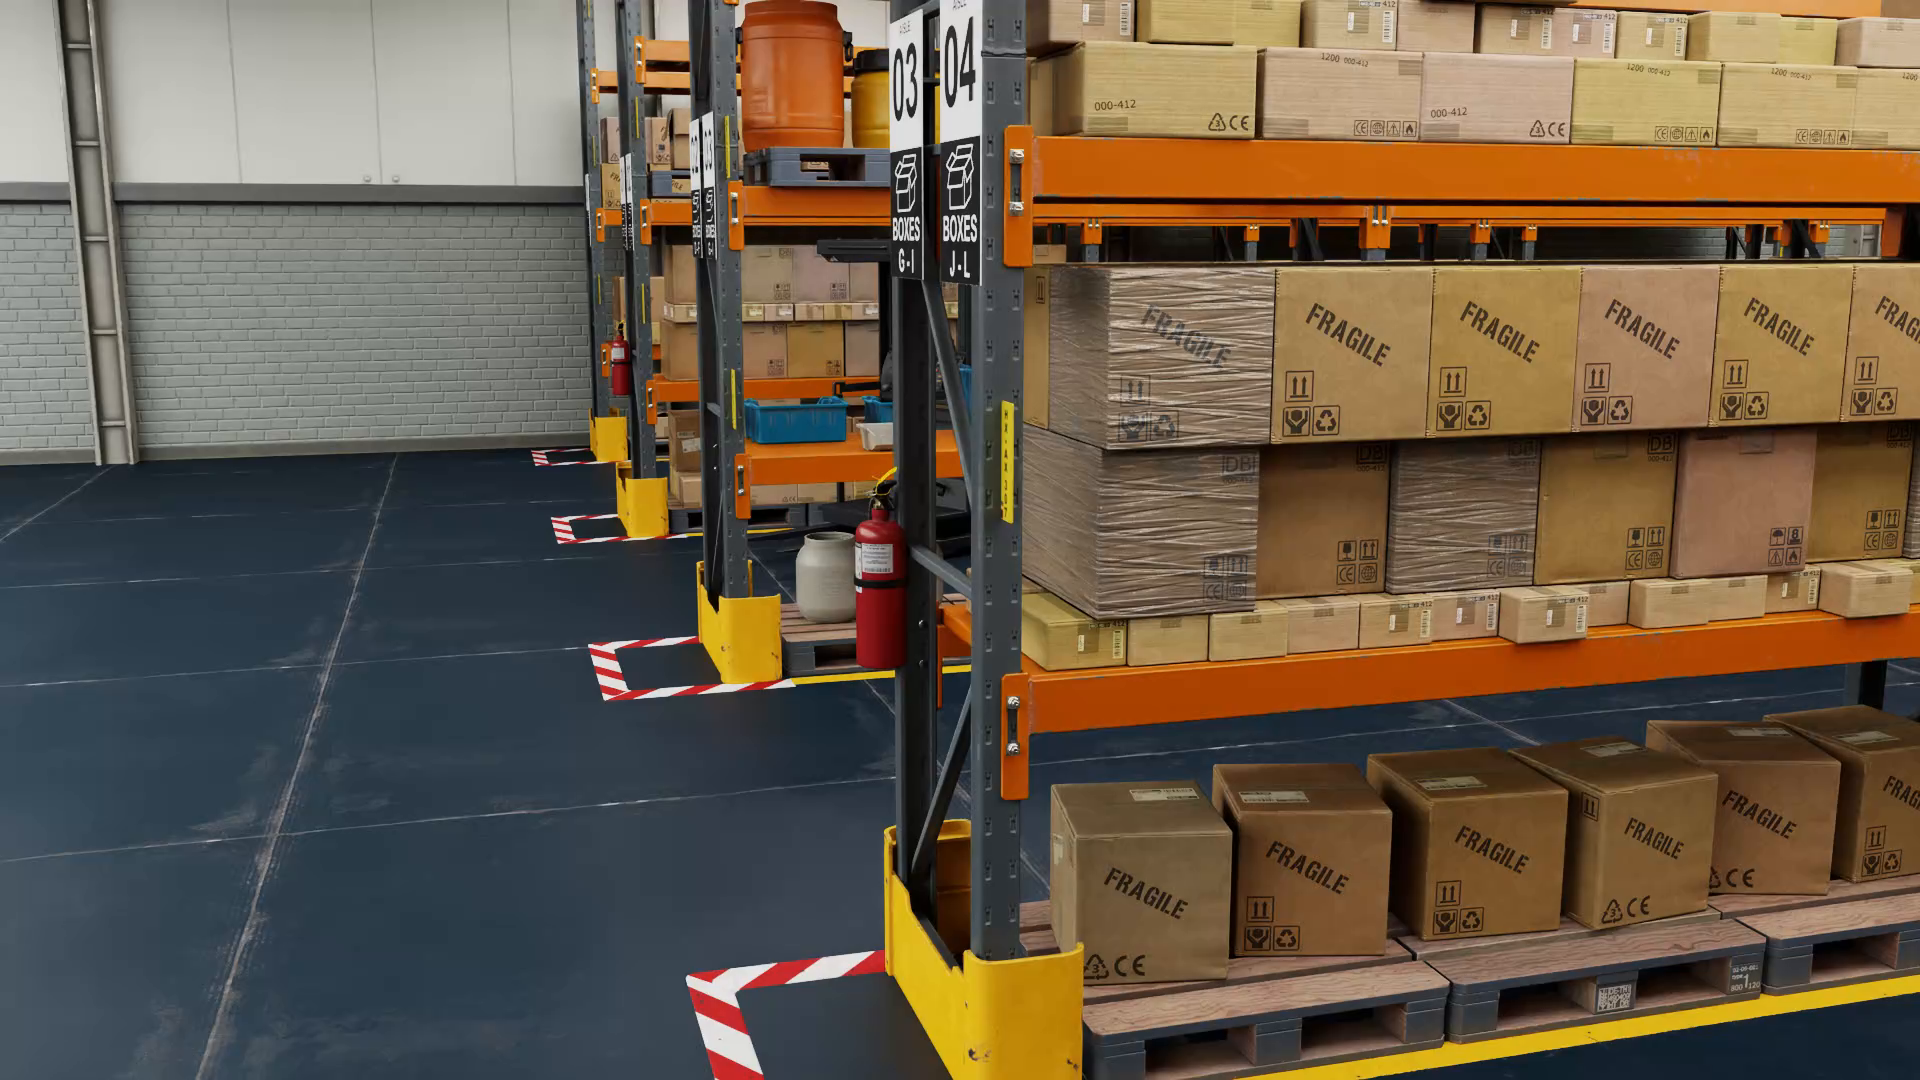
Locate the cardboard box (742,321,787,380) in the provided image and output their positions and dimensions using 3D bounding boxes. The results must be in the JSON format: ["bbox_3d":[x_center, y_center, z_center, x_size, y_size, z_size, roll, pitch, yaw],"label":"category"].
[{"bbox_3d":[-1.834,-1.701,14.728,0.500,0.500,0.700,-3,11,-14],"label":"cardboard box"}]

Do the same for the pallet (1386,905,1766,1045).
[{"bbox_3d":[2.008,1.390,5.911,1.213,0.211,1.003,-3,11,-16],"label":"pallet"}]

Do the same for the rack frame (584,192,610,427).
[{"bbox_3d":[-4.177,-2.464,19.148,0.127,3.000,1.000,-3,11,-16],"label":"rack frame"}]

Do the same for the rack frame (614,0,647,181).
[{"bbox_3d":[-2.789,-4.554,13.928,0.127,3.000,1.000,-3,11,-16],"label":"rack frame"}]

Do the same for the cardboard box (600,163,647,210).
[{"bbox_3d":[-3.786,-3.972,18.721,0.500,0.500,0.500,-3,11,-14],"label":"cardboard box"}]

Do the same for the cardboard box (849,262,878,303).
[{"bbox_3d":[-0.818,-2.393,14.903,0.500,0.500,0.700,-3,11,-16],"label":"cardboard box"}]

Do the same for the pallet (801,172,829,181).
[{"bbox_3d":[-0.929,-3.129,14.717,1.213,0.211,1.003,-3,11,-16],"label":"pallet"}]

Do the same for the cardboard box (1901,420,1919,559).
[{"bbox_3d":[3.368,-0.267,6.114,0.500,0.500,0.875,-3,11,-16],"label":"cardboard box"}]

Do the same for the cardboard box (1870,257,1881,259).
[{"bbox_3d":[9.759,-2.753,17.677,0.500,0.500,0.500,-3,11,-18],"label":"cardboard box"}]

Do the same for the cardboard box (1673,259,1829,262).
[{"bbox_3d":[2.834,-0.767,6.067,0.500,0.500,0.500,-3,11,-16],"label":"cardboard box"}]

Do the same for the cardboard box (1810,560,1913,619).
[{"bbox_3d":[2.984,0.147,5.656,0.250,0.149,0.380,-3,11,-16],"label":"cardboard box"}]

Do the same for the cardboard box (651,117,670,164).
[{"bbox_3d":[-3.244,-4.484,18.742,0.500,0.500,0.500,-3,11,-17],"label":"cardboard box"}]

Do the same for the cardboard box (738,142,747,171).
[{"bbox_3d":[-1.757,-3.384,14.728,0.500,0.250,0.500,-3,11,-16],"label":"cardboard box"}]

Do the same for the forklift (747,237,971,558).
[{"bbox_3d":[-0.456,-1.365,13.363,3.031,2.935,1.130,-10,14,-42],"label":"forklift"}]

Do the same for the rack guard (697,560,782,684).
[{"bbox_3d":[-1.348,0.475,10.085,0.348,0.500,1.175,-3,11,-16],"label":"rack guard"}]

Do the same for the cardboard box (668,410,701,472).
[{"bbox_3d":[-2.357,-0.905,15.043,0.500,0.500,0.500,-3,11,-16],"label":"cardboard box"}]

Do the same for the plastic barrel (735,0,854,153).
[{"bbox_3d":[-0.977,-2.682,9.698,0.708,0.830,0.600,-3,11,-16],"label":"plastic barrel"}]

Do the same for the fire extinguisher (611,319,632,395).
[{"bbox_3d":[-3.032,-1.640,14.885,0.183,0.674,0.296,-3,11,-16],"label":"fire extinguisher"}]

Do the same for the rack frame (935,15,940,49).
[{"bbox_3d":[-0.337,-5.617,19.704,0.127,3.000,1.000,-3,11,-16],"label":"rack frame"}]

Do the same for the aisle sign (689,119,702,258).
[{"bbox_3d":[-1.560,-2.069,9.818,0.004,0.787,0.394,-3,11,-16],"label":"aisle sign"}]

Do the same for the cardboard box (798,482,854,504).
[{"bbox_3d":[-1.253,-0.497,14.898,0.500,0.250,0.500,-3,11,-16],"label":"cardboard box"}]

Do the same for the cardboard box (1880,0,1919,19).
[{"bbox_3d":[3.456,-1.933,5.498,0.500,0.500,0.500,-3,11,-18],"label":"cardboard box"}]

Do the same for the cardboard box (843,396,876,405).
[{"bbox_3d":[-1.322,-1.594,20.111,0.500,0.500,0.500,-4,11,-20],"label":"cardboard box"}]

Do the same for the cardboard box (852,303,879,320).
[{"bbox_3d":[-0.876,-2.032,14.730,0.250,0.149,0.380,-3,11,-15],"label":"cardboard box"}]

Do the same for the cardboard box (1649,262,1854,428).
[{"bbox_3d":[2.502,-0.650,5.430,0.500,0.500,0.500,-3,11,-16],"label":"cardboard box"}]

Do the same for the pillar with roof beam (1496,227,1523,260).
[{"bbox_3d":[8.978,-5.459,18.848,0.400,9.000,9.100,-3,11,-16],"label":"pillar with roof beam"}]

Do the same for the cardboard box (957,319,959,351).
[{"bbox_3d":[0.123,-1.804,15.283,0.500,0.500,0.700,-3,11,-17],"label":"cardboard box"}]

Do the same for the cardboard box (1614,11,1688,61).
[{"bbox_3d":[2.038,-1.549,5.201,0.250,0.149,0.380,-3,11,-18],"label":"cardboard box"}]

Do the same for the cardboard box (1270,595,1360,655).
[{"bbox_3d":[1.040,0.234,5.186,0.250,0.149,0.380,-3,11,-16],"label":"cardboard box"}]

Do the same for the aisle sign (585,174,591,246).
[{"bbox_3d":[-4.162,-3.687,18.610,0.004,0.787,0.394,-3,11,-16],"label":"aisle sign"}]

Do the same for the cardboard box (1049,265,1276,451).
[{"bbox_3d":[0.581,-0.549,4.883,0.500,0.500,0.500,-3,11,-16],"label":"cardboard box"}]

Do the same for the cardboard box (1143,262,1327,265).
[{"bbox_3d":[0.914,-0.665,5.517,0.500,0.500,0.500,-3,11,-16],"label":"cardboard box"}]

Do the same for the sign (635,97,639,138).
[{"bbox_3d":[-2.640,-3.451,13.588,0.005,0.325,0.100,-3,11,-16],"label":"sign"}]

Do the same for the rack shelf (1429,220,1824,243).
[{"bbox_3d":[6.812,-3.231,17.014,4.000,0.370,1.077,-3,11,-16],"label":"rack shelf"}]

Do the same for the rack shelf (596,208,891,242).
[{"bbox_3d":[-2.257,-3.687,19.491,4.000,0.370,1.077,-3,11,-16],"label":"rack shelf"}]

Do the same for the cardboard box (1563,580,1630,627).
[{"bbox_3d":[1.987,0.175,5.507,0.250,0.149,0.380,-3,11,-16],"label":"cardboard box"}]

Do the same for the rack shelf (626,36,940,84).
[{"bbox_3d":[-0.869,-4.105,14.579,4.000,0.370,1.077,-3,11,-16],"label":"rack shelf"}]

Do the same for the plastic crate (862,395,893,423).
[{"bbox_3d":[-0.386,-0.778,10.400,0.408,0.251,0.499,-3,11,-16],"label":"plastic crate"}]

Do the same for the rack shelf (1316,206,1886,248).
[{"bbox_3d":[4.353,-2.167,11.236,4.000,0.370,1.077,-3,11,-16],"label":"rack shelf"}]

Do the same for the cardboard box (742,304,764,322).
[{"bbox_3d":[-1.859,-1.980,14.451,0.250,0.149,0.380,-3,11,-16],"label":"cardboard box"}]

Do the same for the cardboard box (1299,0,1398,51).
[{"bbox_3d":[1.071,-1.484,4.853,0.250,0.149,0.380,-3,11,-14],"label":"cardboard box"}]

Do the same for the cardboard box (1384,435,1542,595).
[{"bbox_3d":[1.451,-0.164,5.553,0.500,0.500,0.875,-3,11,-16],"label":"cardboard box"}]

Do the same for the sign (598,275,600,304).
[{"bbox_3d":[-4.025,-2.796,18.557,0.005,0.325,0.100,-3,11,-16],"label":"sign"}]

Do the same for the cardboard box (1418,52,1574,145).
[{"bbox_3d":[1.481,-1.314,5.027,0.500,0.250,0.500,-3,11,-16],"label":"cardboard box"}]

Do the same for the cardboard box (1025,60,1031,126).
[{"bbox_3d":[0.368,-1.351,5.231,0.500,0.250,0.500,-3,11,-15],"label":"cardboard box"}]

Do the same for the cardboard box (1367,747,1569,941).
[{"bbox_3d":[1.751,1.048,5.811,0.500,0.500,0.500,-2,11,-11],"label":"cardboard box"}]

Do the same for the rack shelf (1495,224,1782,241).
[{"bbox_3d":[9.265,-4.294,22.790,4.000,0.370,1.077,-3,11,-16],"label":"rack shelf"}]

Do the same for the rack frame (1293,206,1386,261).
[{"bbox_3d":[2.432,-0.945,10.893,0.127,3.000,1.000,-3,11,-16],"label":"rack frame"}]

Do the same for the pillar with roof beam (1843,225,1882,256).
[{"bbox_3d":[14.739,-5.763,20.497,0.400,9.000,9.100,-3,11,-16],"label":"pillar with roof beam"}]
